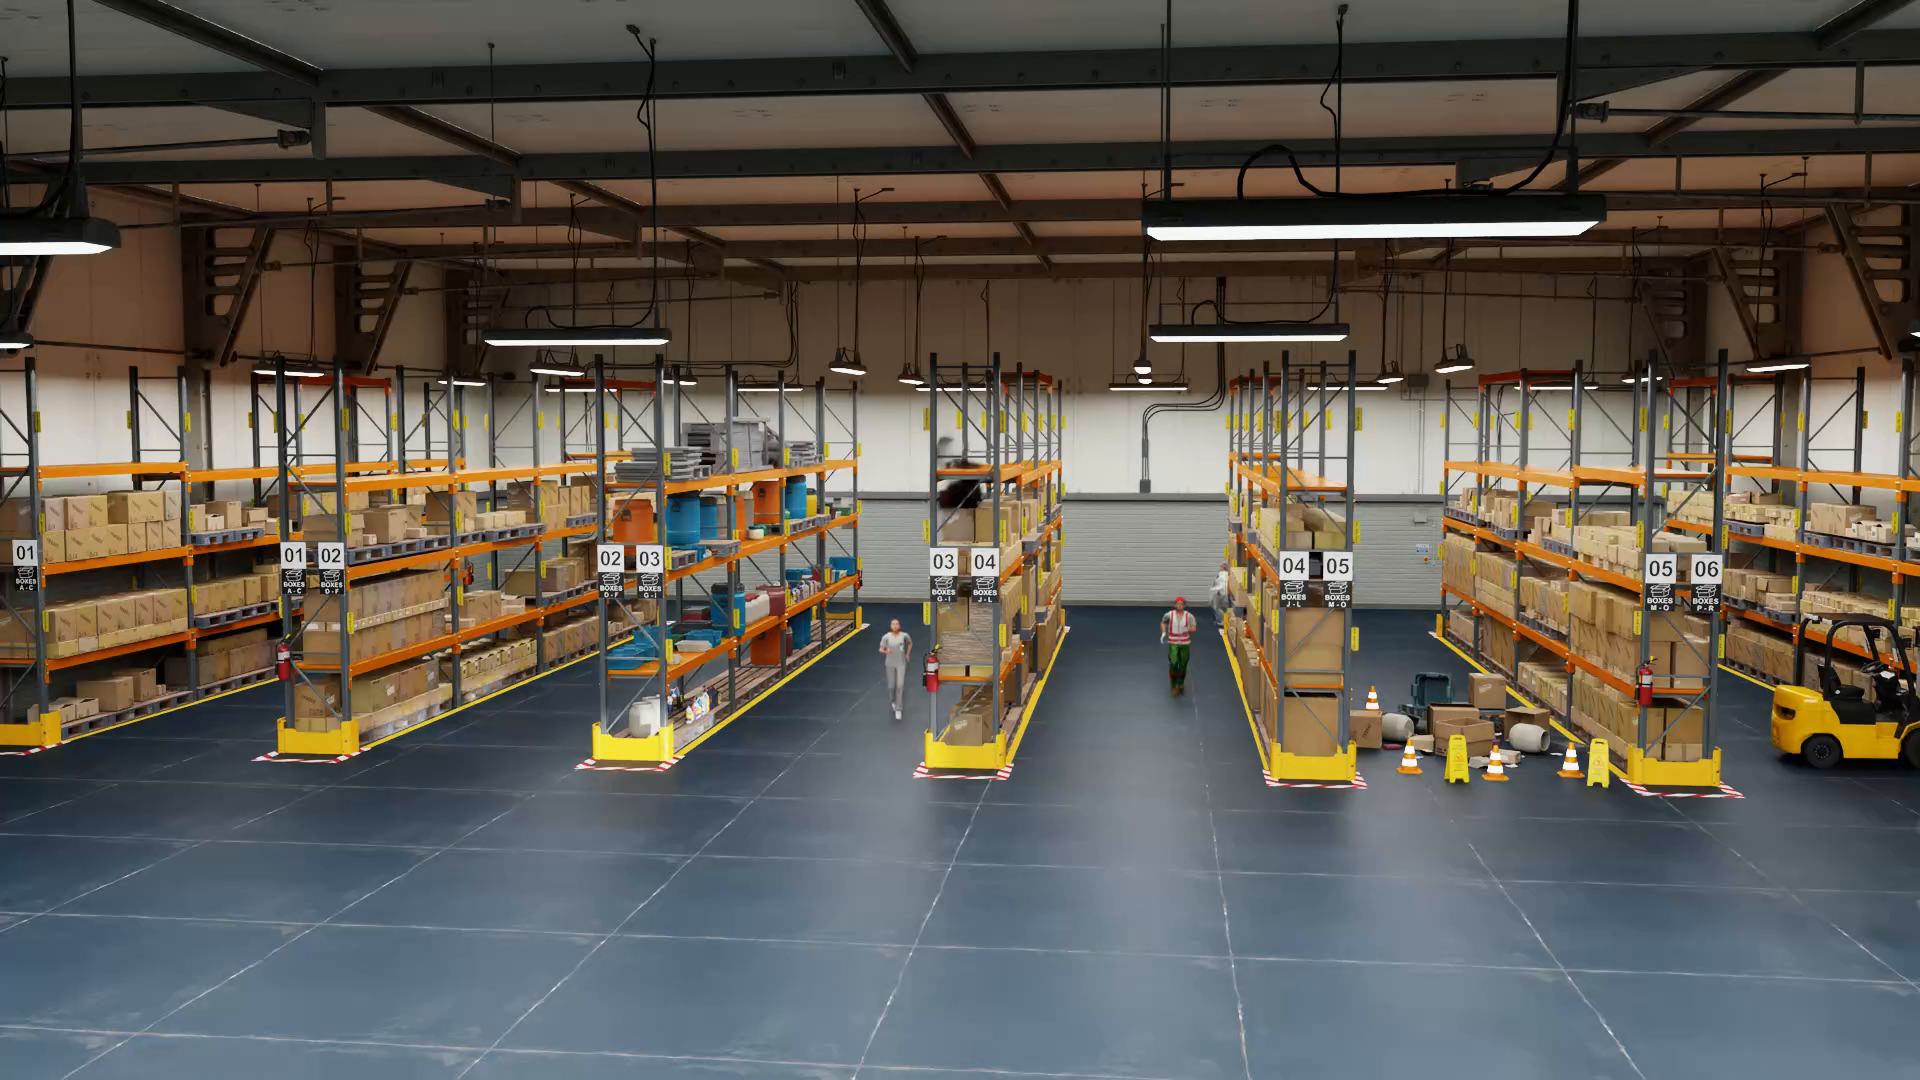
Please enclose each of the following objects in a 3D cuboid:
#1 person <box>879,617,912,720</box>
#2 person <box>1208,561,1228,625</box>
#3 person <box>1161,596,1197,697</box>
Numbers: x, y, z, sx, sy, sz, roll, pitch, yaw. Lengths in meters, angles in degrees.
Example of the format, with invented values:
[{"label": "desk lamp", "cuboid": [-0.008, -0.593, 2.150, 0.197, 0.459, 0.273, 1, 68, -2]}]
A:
[{"label": "person", "cuboid": [-1.093, 2.147, 28.231, 0.565, 1.673, 0.951, 0, 4, -1]}, {"label": "person", "cuboid": [6.360, 1.312, 40.756, 0.567, 1.639, 0.634, 1, 4, 16]}, {"label": "person", "cuboid": [4.016, 1.950, 30.539, 0.643, 1.844, 0.769, 0, 4, 1]}]
